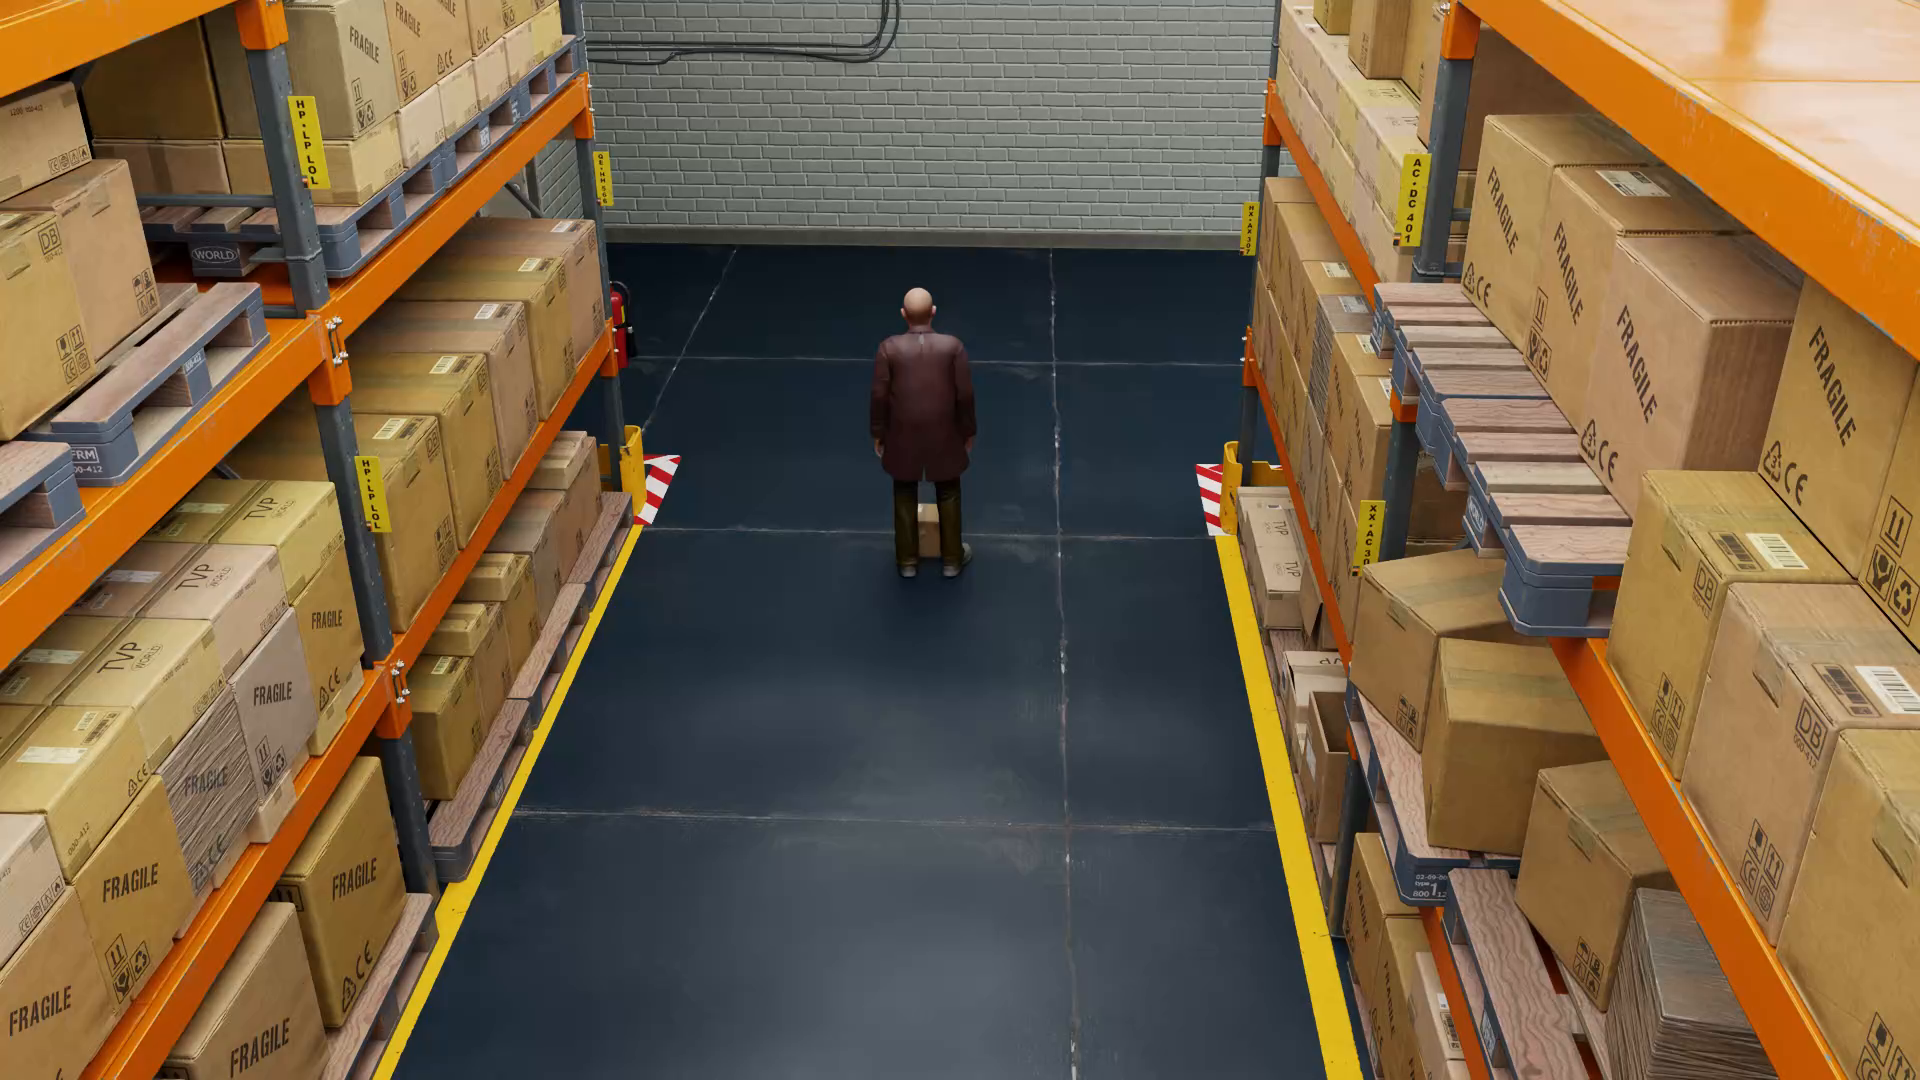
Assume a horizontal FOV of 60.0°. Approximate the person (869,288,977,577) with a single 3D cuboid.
[{"bbox_3d":[-0.217,-0.621,9.826,0.638,1.772,0.428,0,28,0],"label":"person"}]
